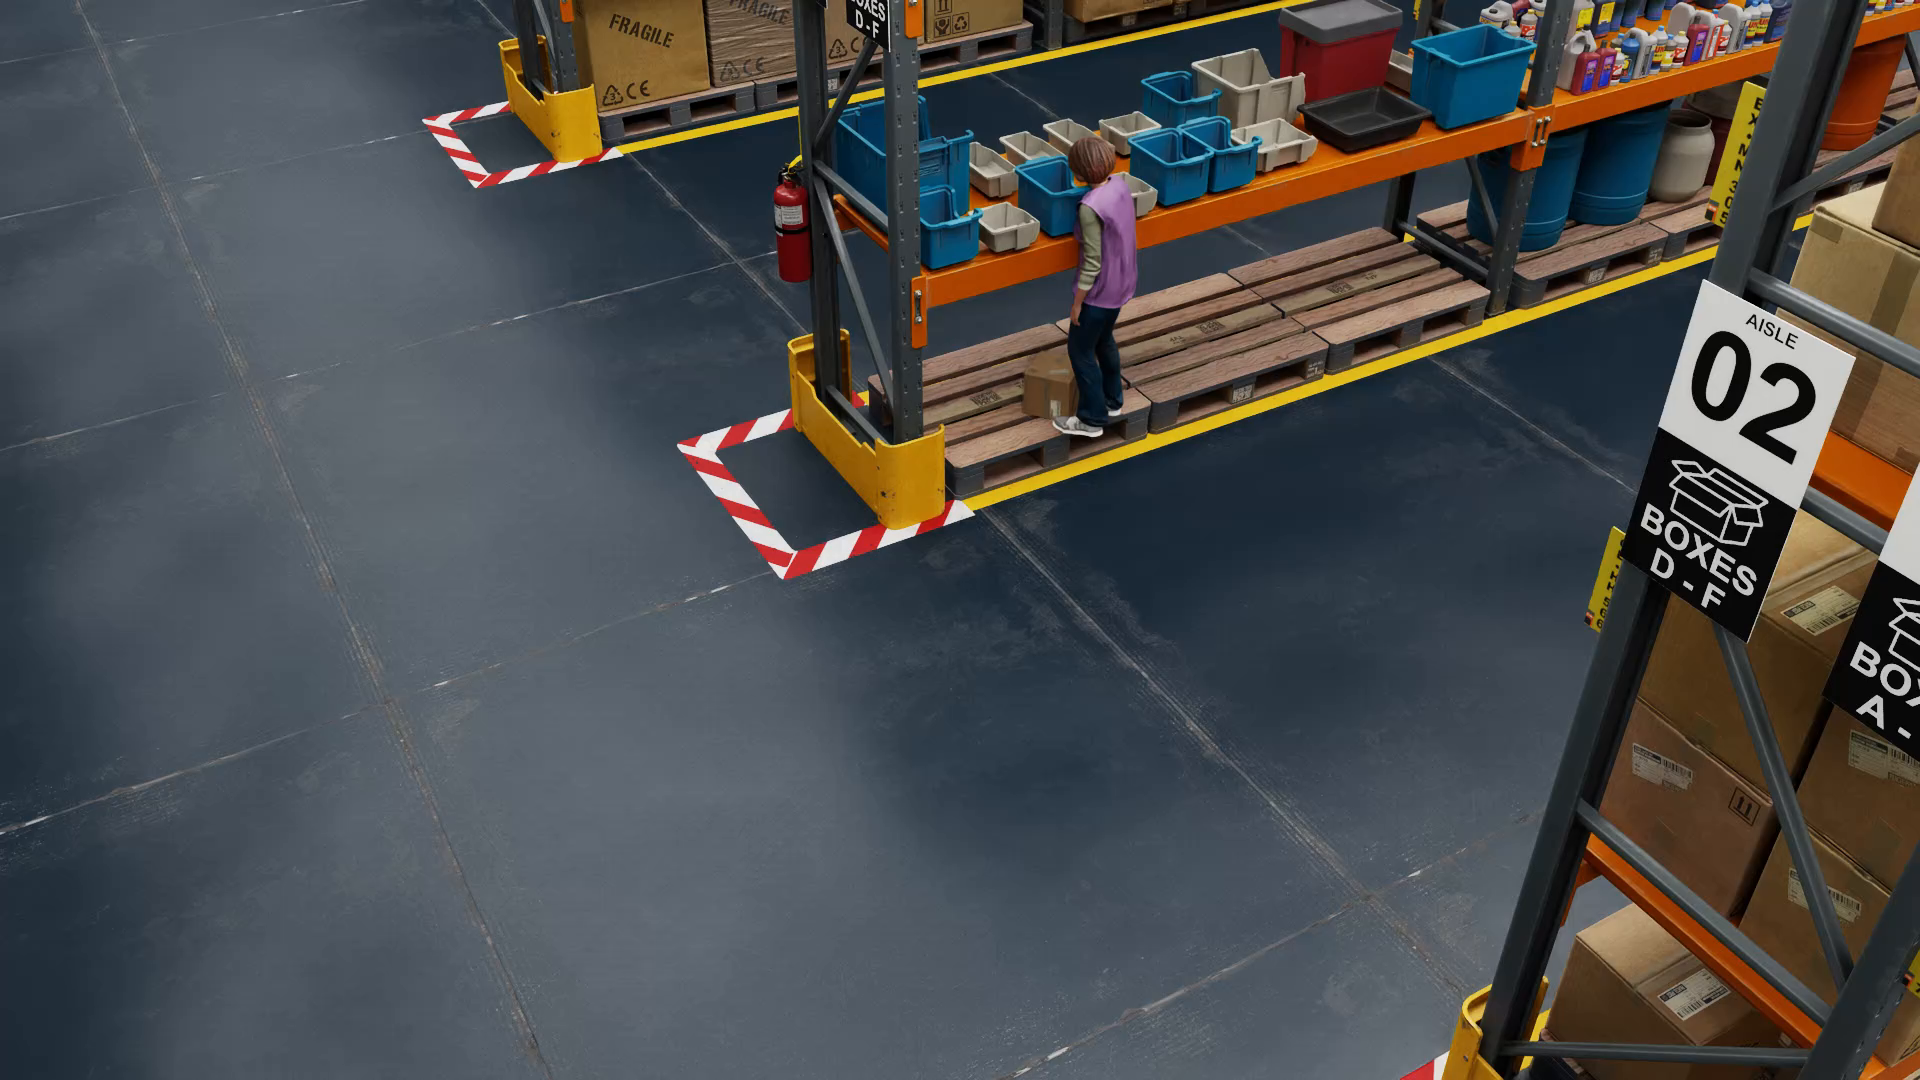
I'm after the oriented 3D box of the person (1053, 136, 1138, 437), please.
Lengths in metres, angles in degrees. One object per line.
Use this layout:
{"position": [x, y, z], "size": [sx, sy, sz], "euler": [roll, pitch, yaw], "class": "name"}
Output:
{"position": [0.687, -1.237, 8.215], "size": [0.347, 1.590, 0.482], "euler": [19, 41, 23], "class": "person"}
